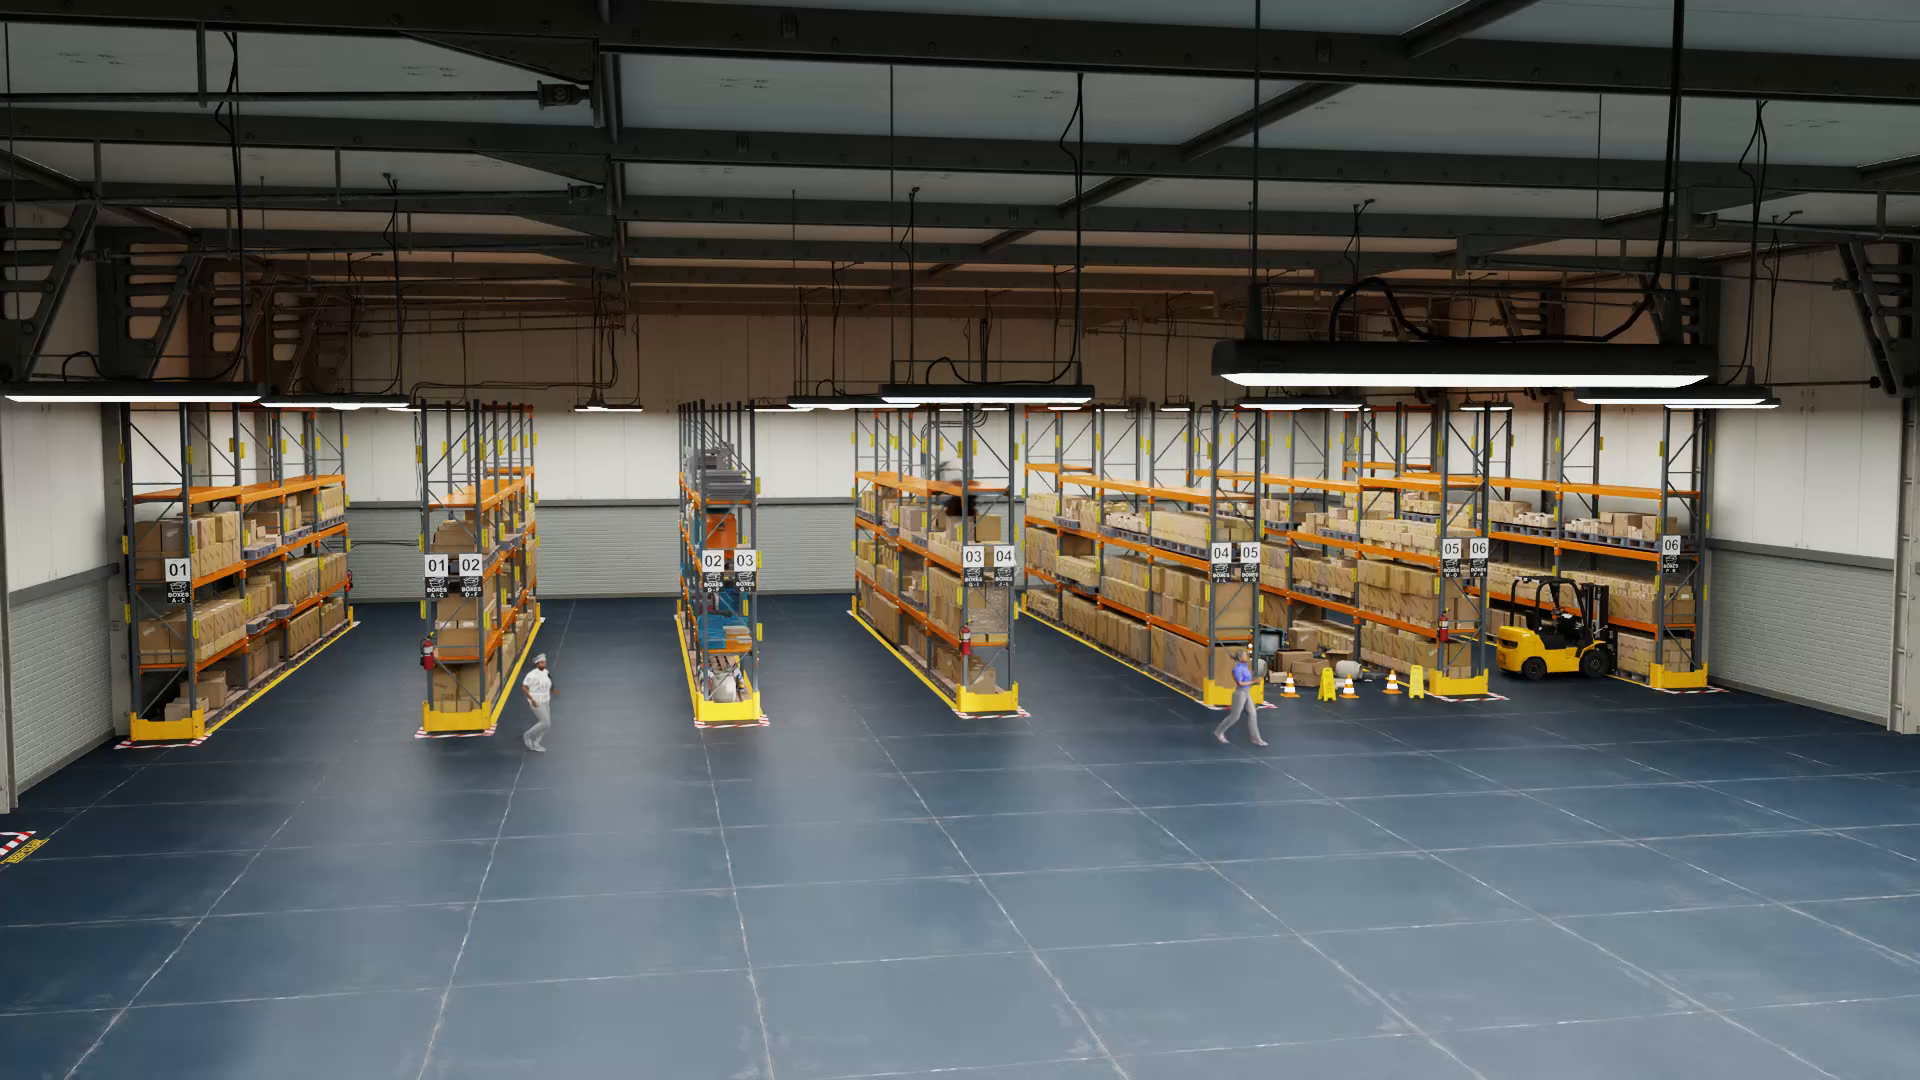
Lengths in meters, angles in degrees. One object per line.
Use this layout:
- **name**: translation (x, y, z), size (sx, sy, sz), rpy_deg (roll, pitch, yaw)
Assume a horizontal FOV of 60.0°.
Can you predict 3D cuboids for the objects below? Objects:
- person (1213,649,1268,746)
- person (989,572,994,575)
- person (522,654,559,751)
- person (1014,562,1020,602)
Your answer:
- **person**: translation (4.844, 2.707, 28.654), size (0.931, 1.656, 0.564), rpy_deg (2, 5, 28)
- **person**: translation (0.692, 1.293, 47.958), size (0.605, 1.658, 0.796), rpy_deg (2, 5, 19)
- **person**: translation (-7.112, 2.759, 28.311), size (0.565, 1.669, 0.564), rpy_deg (2, 5, 21)
- **person**: translation (1.479, 1.172, 49.323), size (0.814, 1.700, 0.628), rpy_deg (-4, 6, -40)
